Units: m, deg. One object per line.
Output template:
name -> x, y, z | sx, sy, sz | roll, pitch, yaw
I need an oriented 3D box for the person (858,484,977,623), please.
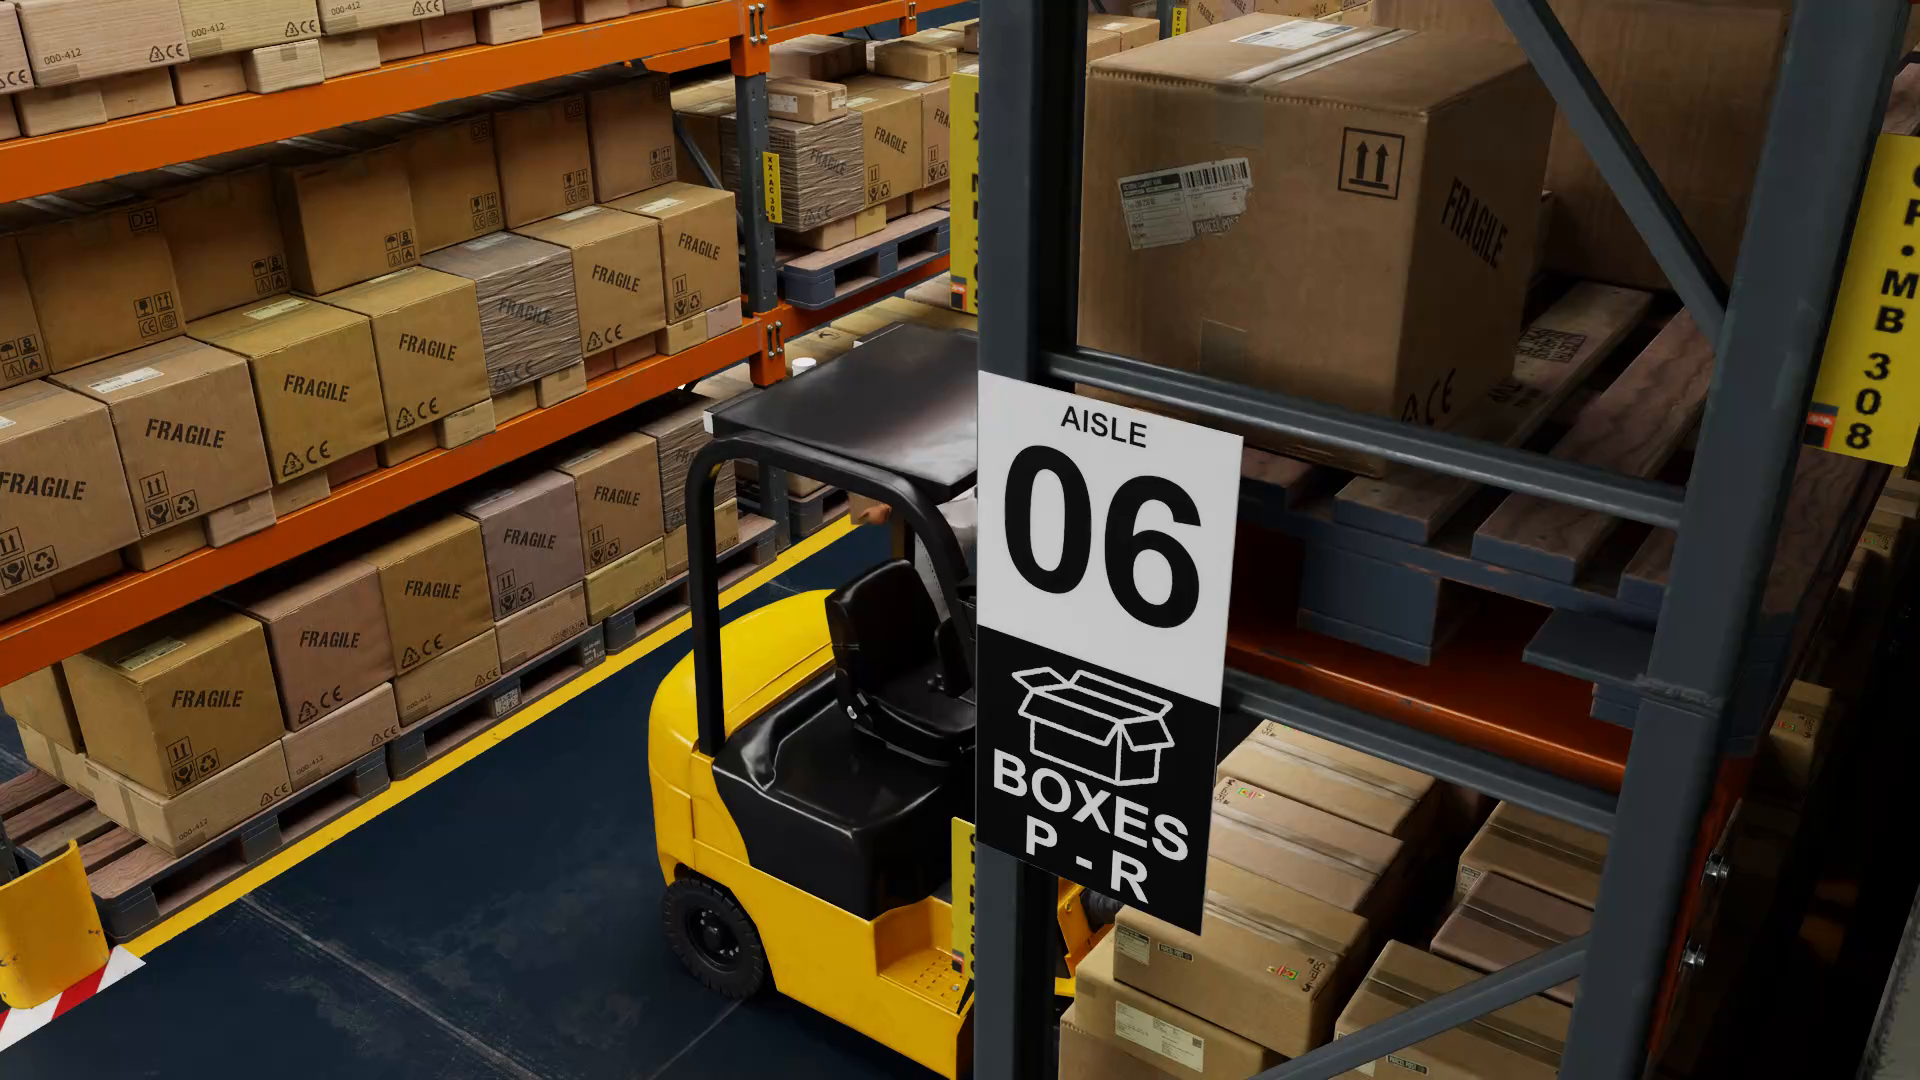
person -> -0.151, -0.083, 7.158 | 0.535, 1.660, 0.456 | 3, 27, 6
